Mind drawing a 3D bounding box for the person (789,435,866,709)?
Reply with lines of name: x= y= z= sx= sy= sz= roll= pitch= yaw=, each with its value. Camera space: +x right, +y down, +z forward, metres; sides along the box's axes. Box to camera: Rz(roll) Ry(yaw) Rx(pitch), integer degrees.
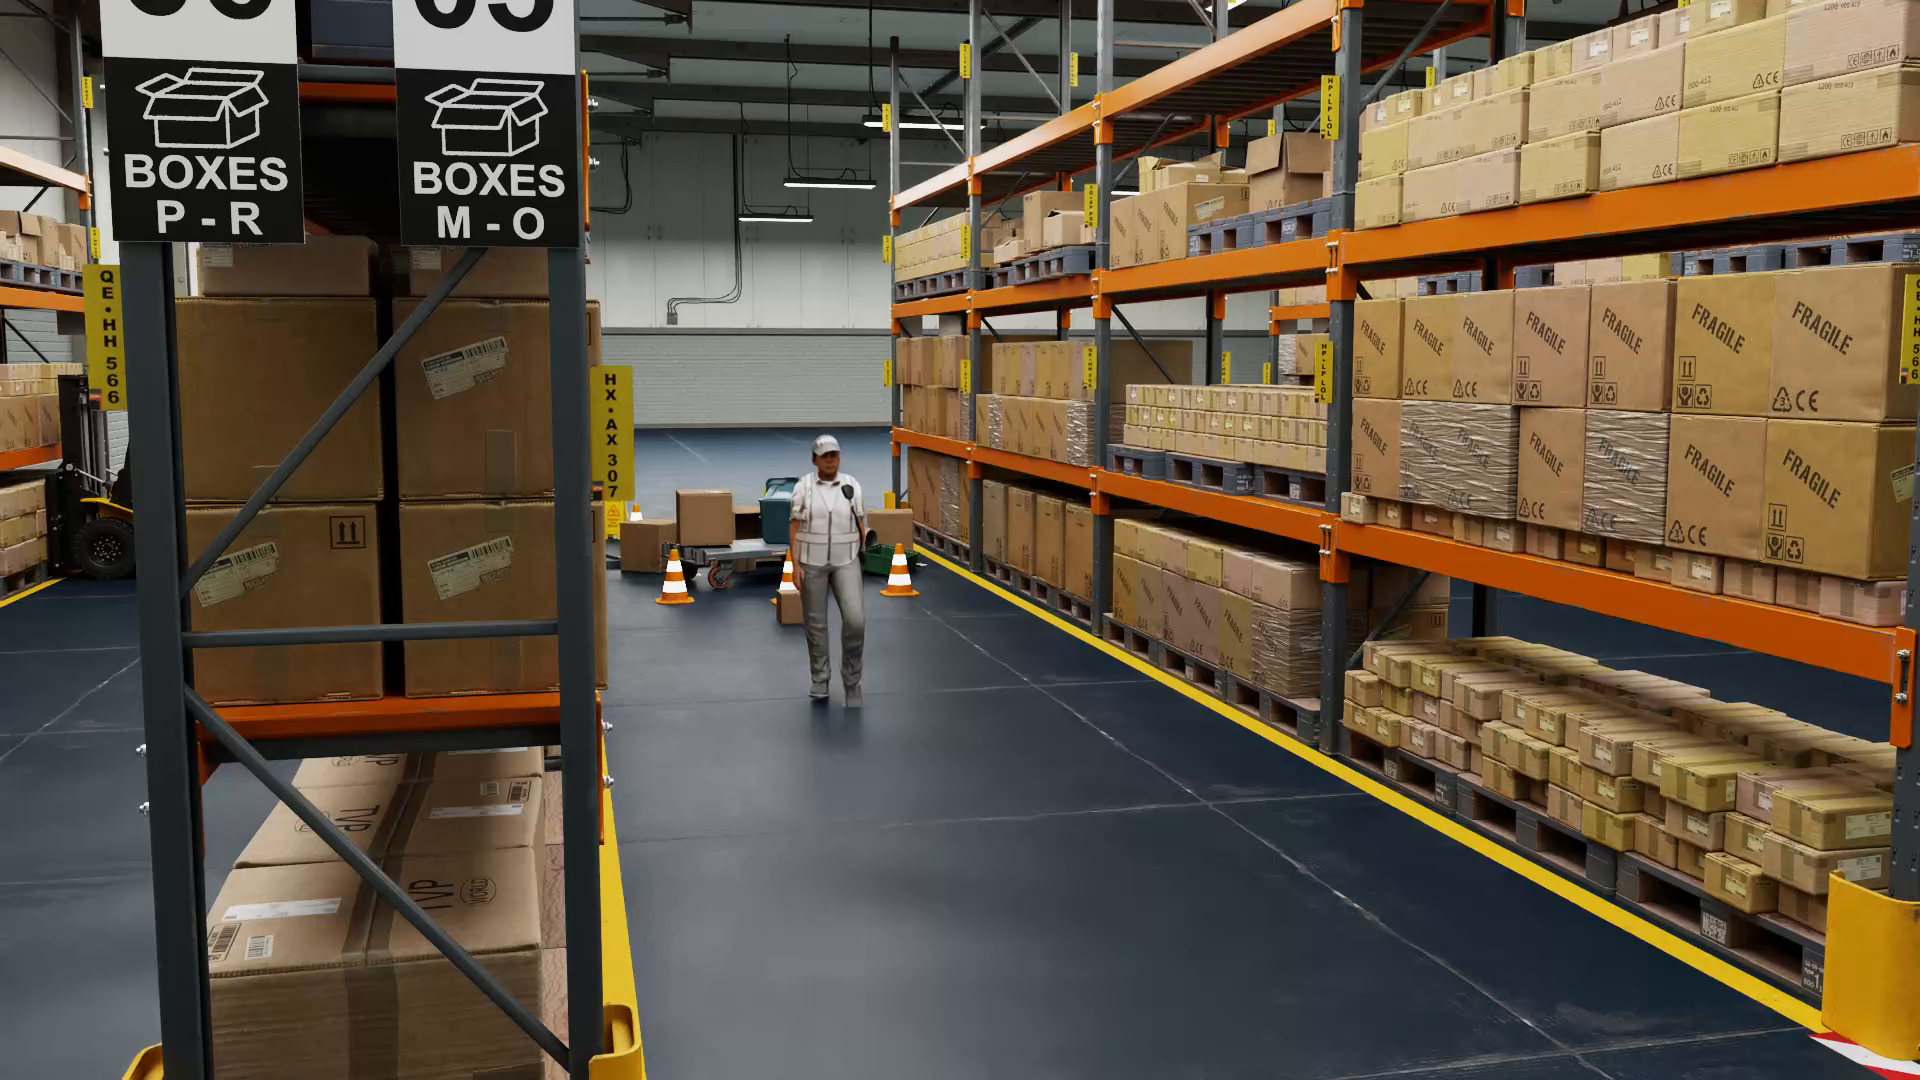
person: x=-0.826 y=0.209 z=10.388 sx=0.481 sy=1.727 sz=0.491 roll=-1 pitch=6 yaw=-6
